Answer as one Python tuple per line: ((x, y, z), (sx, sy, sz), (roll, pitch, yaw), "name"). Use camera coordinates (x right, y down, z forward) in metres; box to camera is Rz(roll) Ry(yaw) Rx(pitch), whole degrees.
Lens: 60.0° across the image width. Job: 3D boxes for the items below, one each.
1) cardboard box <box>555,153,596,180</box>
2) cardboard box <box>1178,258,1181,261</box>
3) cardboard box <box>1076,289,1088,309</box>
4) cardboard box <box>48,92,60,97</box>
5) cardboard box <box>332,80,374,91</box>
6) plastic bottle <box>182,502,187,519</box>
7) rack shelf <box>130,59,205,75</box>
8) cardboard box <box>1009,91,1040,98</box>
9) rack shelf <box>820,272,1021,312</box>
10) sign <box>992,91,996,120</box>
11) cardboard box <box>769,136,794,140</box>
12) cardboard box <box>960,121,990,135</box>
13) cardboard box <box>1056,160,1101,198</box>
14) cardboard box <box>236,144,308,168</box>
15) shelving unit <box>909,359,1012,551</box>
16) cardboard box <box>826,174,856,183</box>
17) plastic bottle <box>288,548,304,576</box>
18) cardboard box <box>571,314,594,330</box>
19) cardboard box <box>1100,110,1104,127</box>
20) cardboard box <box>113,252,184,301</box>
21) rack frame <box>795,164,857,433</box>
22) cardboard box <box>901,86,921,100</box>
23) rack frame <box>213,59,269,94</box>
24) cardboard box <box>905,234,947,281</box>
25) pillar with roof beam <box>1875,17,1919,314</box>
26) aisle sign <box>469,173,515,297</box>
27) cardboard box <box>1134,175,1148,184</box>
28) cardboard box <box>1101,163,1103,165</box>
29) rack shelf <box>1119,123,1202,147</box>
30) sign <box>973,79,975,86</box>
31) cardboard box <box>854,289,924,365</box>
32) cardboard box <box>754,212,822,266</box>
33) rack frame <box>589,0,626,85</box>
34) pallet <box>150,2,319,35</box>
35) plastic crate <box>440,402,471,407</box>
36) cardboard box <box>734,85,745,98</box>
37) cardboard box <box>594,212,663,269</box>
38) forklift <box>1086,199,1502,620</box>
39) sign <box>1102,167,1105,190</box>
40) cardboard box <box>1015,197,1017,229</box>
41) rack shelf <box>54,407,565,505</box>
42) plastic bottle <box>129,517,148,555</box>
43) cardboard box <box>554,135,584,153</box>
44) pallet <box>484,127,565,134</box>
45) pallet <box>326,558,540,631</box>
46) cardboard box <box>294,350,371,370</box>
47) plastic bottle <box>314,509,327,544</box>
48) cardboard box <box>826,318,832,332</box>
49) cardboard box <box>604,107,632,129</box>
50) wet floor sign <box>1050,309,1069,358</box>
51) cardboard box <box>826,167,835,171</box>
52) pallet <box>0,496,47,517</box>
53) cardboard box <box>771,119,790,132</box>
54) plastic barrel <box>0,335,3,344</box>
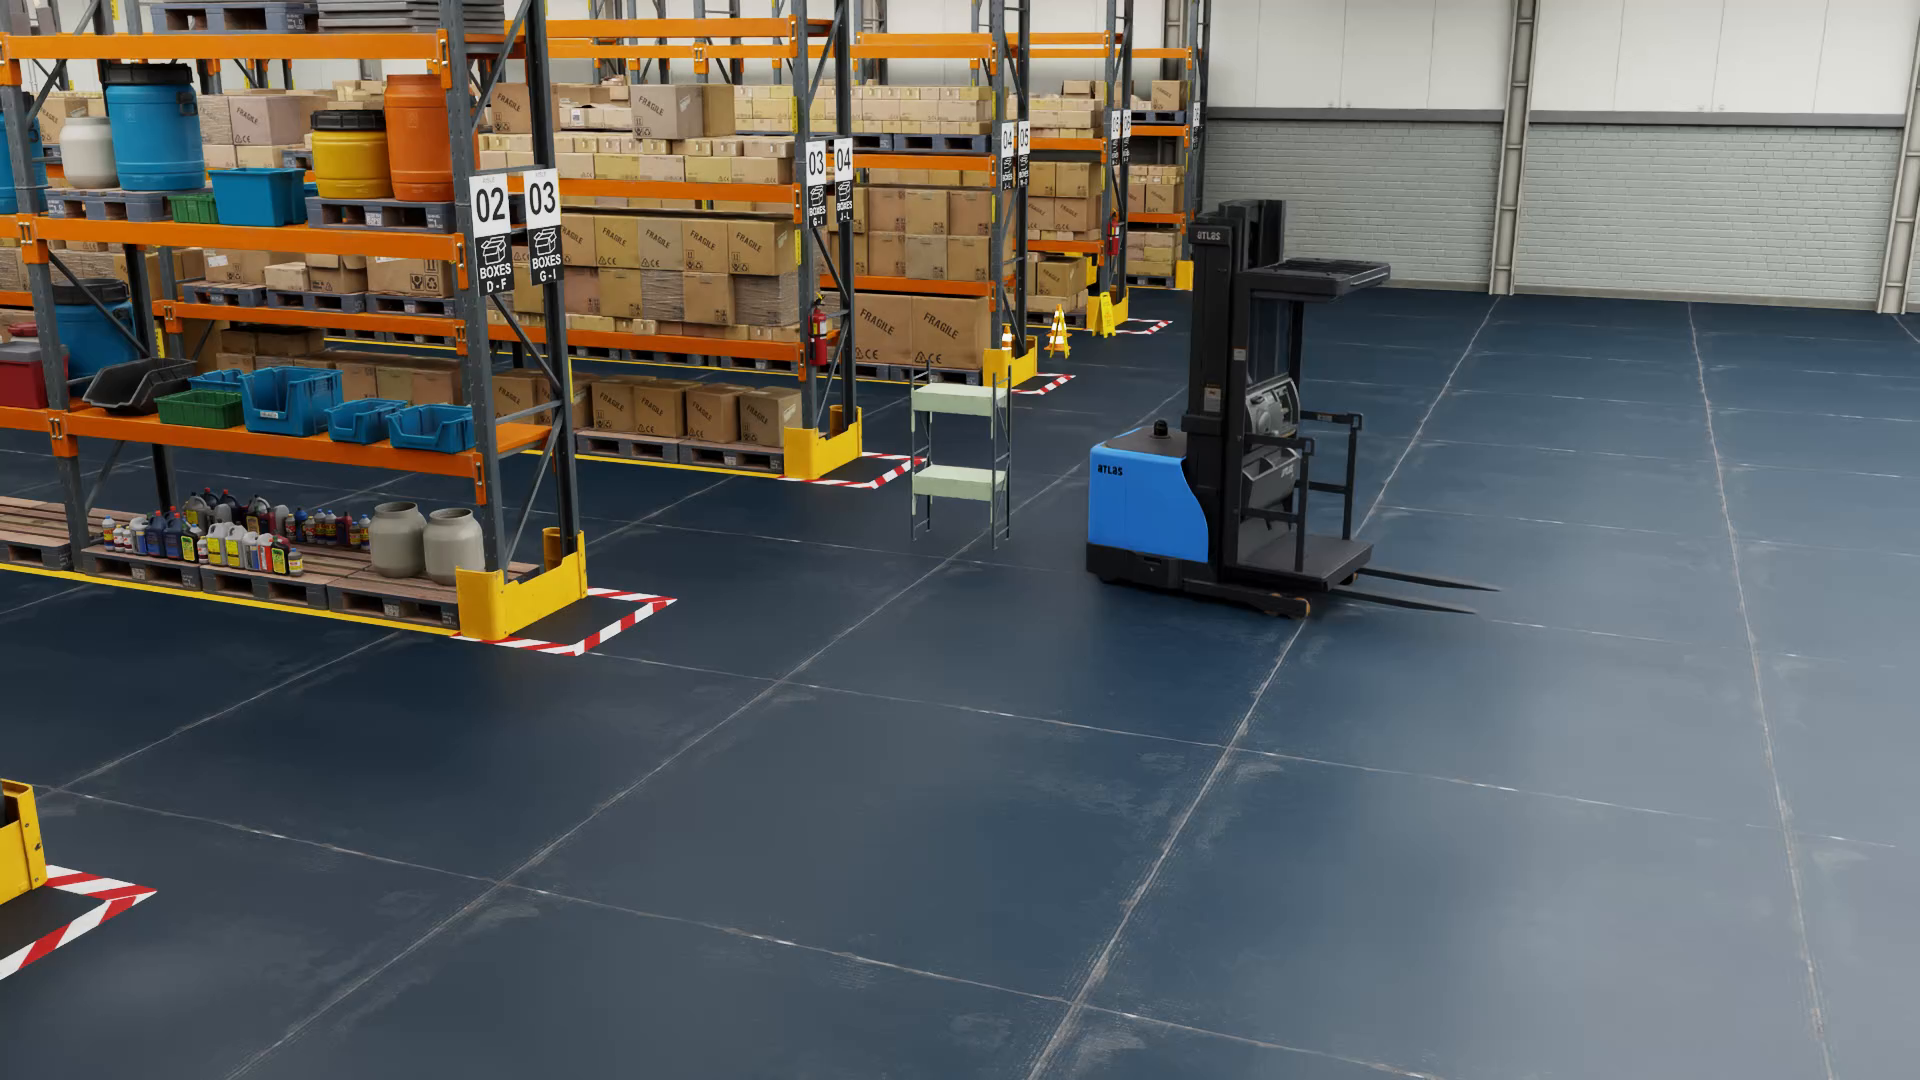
((-3.741, -3.740, 16.566), (0.500, 0.250, 0.500), (6, 17, 18), "cardboard box")
((3.772, -5.022, 30.269), (0.500, 0.250, 0.500), (6, 17, 21), "cardboard box")
((1.690, -3.787, 26.017), (0.500, 0.250, 0.500), (6, 17, 20), "cardboard box")
((-13.593, -6.725, 25.234), (0.250, 0.149, 0.380), (6, 17, 21), "cardboard box")
((-10.725, -7.882, 29.450), (0.500, 0.500, 0.500), (7, 17, 22), "cardboard box")
((-6.384, -0.217, 13.772), (0.097, 0.201, 0.097), (0, 16, 0), "plastic bottle")
((-10.600, -5.548, 19.151), (4.000, 0.370, 1.077), (6, 17, 21), "rack shelf")
((1.120, -7.948, 30.017), (0.500, 0.311, 0.500), (7, 17, 22), "cardboard box")
((-1.244, -3.317, 21.508), (4.000, 0.370, 1.077), (6, 17, 21), "rack shelf")
((0.405, -5.146, 19.693), (0.005, 0.325, 0.100), (6, 17, 21), "sign")
((-1.674, -3.881, 16.336), (0.250, 0.149, 0.380), (7, 17, 22), "cardboard box")
((0.183, -4.973, 20.062), (0.250, 0.149, 0.380), (6, 17, 21), "cardboard box")
((1.784, -5.418, 24.951), (0.500, 0.500, 0.700), (6, 17, 19), "cardboard box")
((-7.436, -4.152, 17.983), (0.500, 0.250, 0.500), (7, 17, 22), "cardboard box")
((0.006, -0.720, 13.962), (0.755, 1.500, 0.431), (6, 17, 21), "shelving unit")
((-1.896, -5.541, 26.414), (0.500, 0.500, 0.500), (6, 17, 20), "cardboard box")
((-4.984, 0.161, 12.467), (0.097, 0.201, 0.097), (0, 16, 0), "plastic bottle")
((-3.757, -2.249, 16.989), (0.250, 0.149, 0.380), (6, 17, 21), "cardboard box")
((1.969, -6.384, 25.137), (0.500, 0.250, 0.500), (6, 17, 20), "cardboard box")
((-9.289, -3.034, 19.065), (0.500, 0.500, 0.500), (7, 18, 22), "cardboard box")
((-1.297, -2.181, 16.308), (0.127, 3.000, 1.000), (6, 17, 21), "rack frame")
((-0.533, -5.435, 20.221), (0.250, 0.149, 0.380), (7, 17, 22), "cardboard box")
((-10.546, -7.566, 24.095), (0.127, 3.000, 1.000), (6, 17, 21), "rack frame")
((-0.265, -3.606, 20.947), (0.550, 0.550, 0.875), (6, 17, 21), "cardboard box")
((13.423, -6.881, 21.736), (0.400, 9.000, 9.100), (6, 17, 21), "pillar with roof beam")
((-3.156, -2.061, 11.230), (0.004, 0.787, 0.394), (6, 17, 21), "aisle sign")
((3.264, -6.423, 29.574), (0.250, 0.149, 0.380), (7, 17, 22), "cardboard box")
((2.494, -6.797, 30.331), (0.250, 0.149, 0.380), (6, 17, 21), "cardboard box")
((2.296, -7.339, 29.984), (4.000, 0.370, 1.077), (6, 17, 21), "rack shelf")
((0.246, -8.147, 29.984), (0.005, 0.325, 0.100), (6, 17, 21), "sign")
((-0.858, -2.781, 21.429), (0.875, 0.875, 0.875), (6, 17, 20), "cardboard box")
((-1.709, -2.979, 16.550), (0.500, 0.500, 0.500), (6, 17, 21), "cardboard box")
((-7.006, -10.148, 32.989), (0.127, 3.000, 1.000), (6, 17, 21), "rack frame")
((-4.920, -3.703, 11.844), (1.213, 0.211, 1.003), (6, 17, 21), "pallet")
((-3.829, -0.945, 12.522), (0.250, 0.136, 0.298), (6, 17, 21), "plastic crate")
((-2.890, -5.694, 21.114), (0.250, 0.149, 0.380), (6, 17, 21), "cardboard box")
((-3.293, -2.999, 16.619), (0.500, 0.500, 0.500), (6, 17, 21), "cardboard box")
((2.508, -0.989, 12.324), (3.031, 2.935, 1.130), (10, 19, 31), "forklift")
((2.117, -5.318, 24.467), (0.005, 0.325, 0.100), (6, 17, 21), "sign")
((0.805, -5.031, 25.411), (0.500, 0.500, 0.500), (6, 17, 20), "cardboard box")
((-4.975, -0.756, 12.688), (4.000, 0.370, 1.077), (6, 17, 21), "rack shelf")
((-6.389, -0.037, 13.017), (0.135, 0.276, 0.152), (7, 18, 23), "plastic bottle")
((-3.852, -3.931, 16.507), (0.250, 0.149, 0.380), (6, 17, 20), "cardboard box")
((-6.207, -5.574, 22.951), (1.003, 0.211, 1.213), (7, 18, 23), "pallet")
((-3.956, 0.362, 12.547), (1.213, 0.211, 1.003), (6, 17, 21), "pallet")
((-7.058, -1.838, 18.818), (0.500, 0.500, 0.700), (8, 18, 25), "cardboard box")
((-5.099, -0.110, 13.275), (0.097, 0.271, 0.097), (0, 16, 0), "plastic bottle")
((-1.475, -2.152, 16.656), (0.250, 0.149, 0.380), (6, 17, 21), "cardboard box")
((-4.334, -5.554, 21.881), (0.500, 0.250, 0.500), (6, 17, 20), "cardboard box")
((1.370, -2.837, 22.790), (0.232, 0.644, 0.267), (3, 17, 11), "wet floor sign")
((-2.352, -7.038, 31.694), (0.250, 0.149, 0.380), (6, 17, 21), "cardboard box")
((-8.719, -0.162, 14.352), (1.213, 0.211, 1.003), (6, 17, 21), "pallet")
((-2.184, -5.233, 20.958), (0.250, 0.149, 0.380), (6, 17, 20), "cardboard box")
((-8.327, -1.601, 14.065), (0.433, 0.535, 0.433), (0, 16, 0), "plastic barrel")
